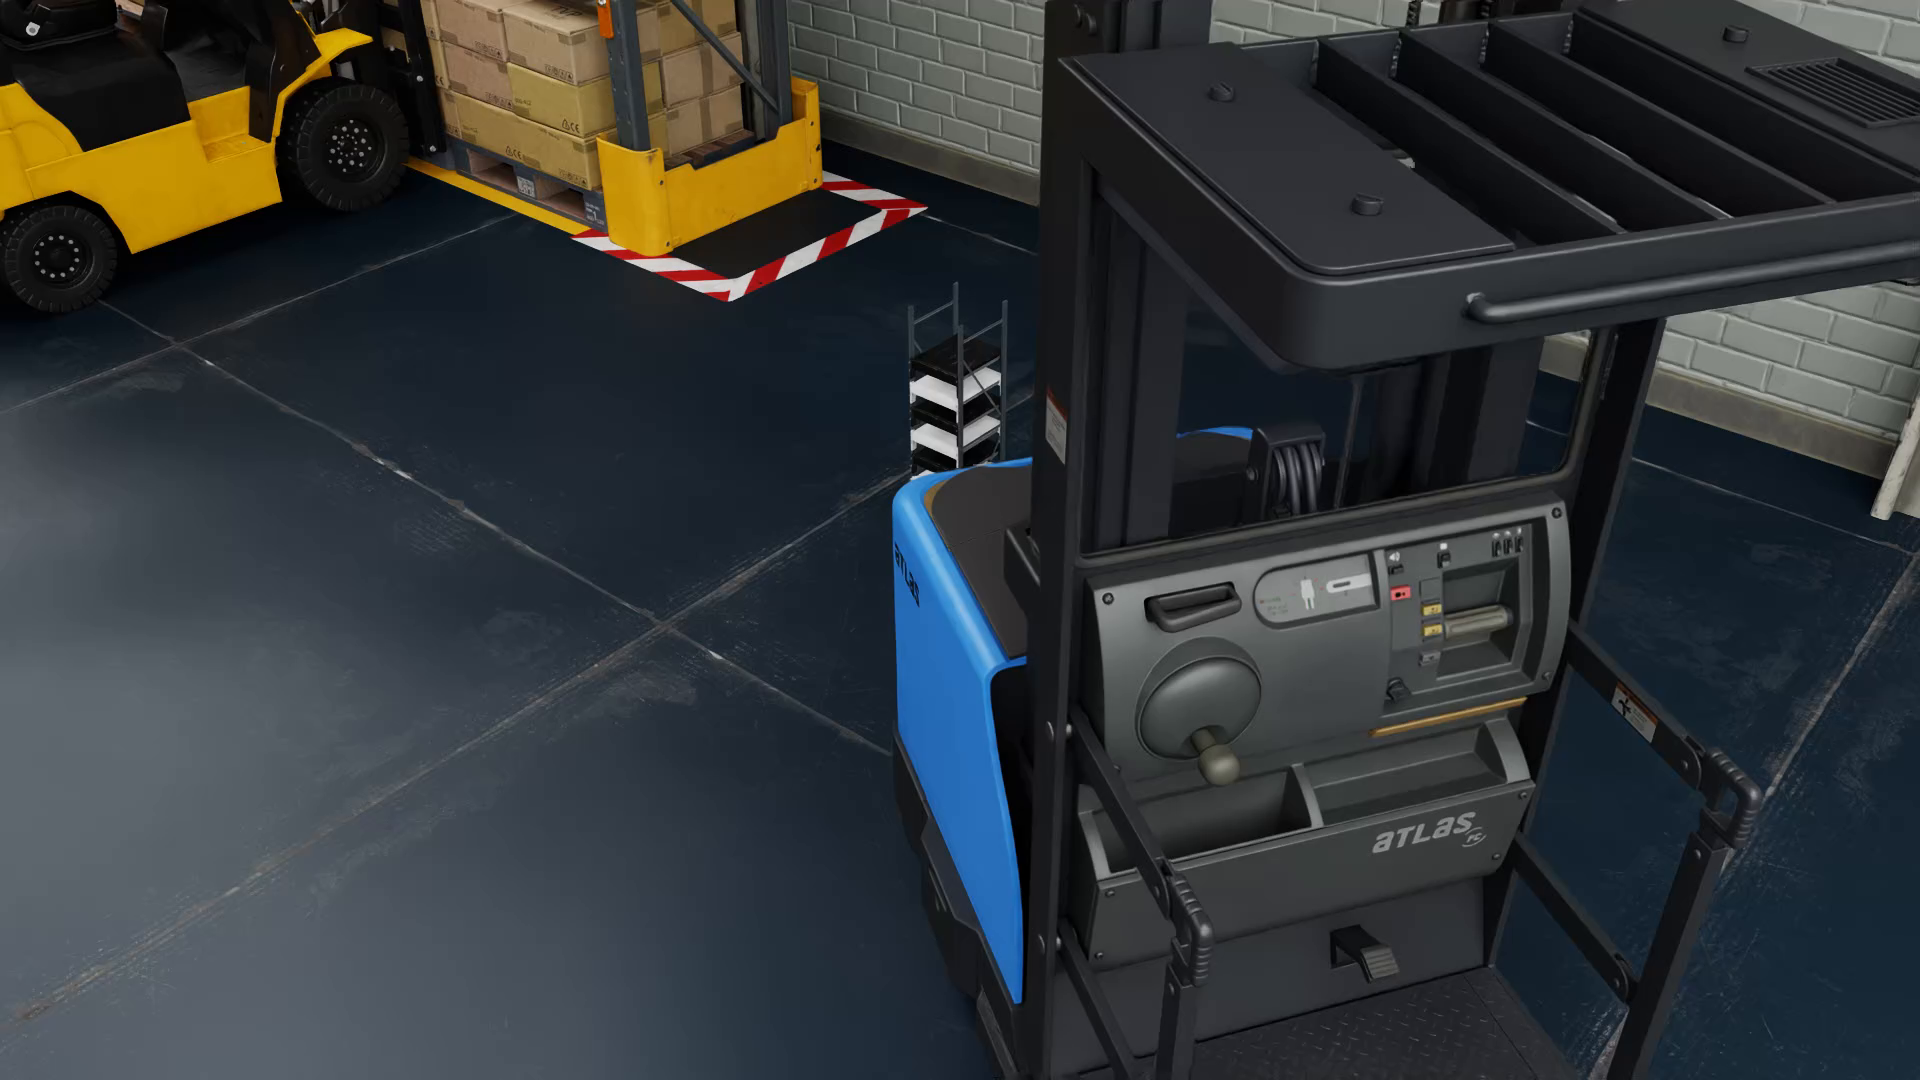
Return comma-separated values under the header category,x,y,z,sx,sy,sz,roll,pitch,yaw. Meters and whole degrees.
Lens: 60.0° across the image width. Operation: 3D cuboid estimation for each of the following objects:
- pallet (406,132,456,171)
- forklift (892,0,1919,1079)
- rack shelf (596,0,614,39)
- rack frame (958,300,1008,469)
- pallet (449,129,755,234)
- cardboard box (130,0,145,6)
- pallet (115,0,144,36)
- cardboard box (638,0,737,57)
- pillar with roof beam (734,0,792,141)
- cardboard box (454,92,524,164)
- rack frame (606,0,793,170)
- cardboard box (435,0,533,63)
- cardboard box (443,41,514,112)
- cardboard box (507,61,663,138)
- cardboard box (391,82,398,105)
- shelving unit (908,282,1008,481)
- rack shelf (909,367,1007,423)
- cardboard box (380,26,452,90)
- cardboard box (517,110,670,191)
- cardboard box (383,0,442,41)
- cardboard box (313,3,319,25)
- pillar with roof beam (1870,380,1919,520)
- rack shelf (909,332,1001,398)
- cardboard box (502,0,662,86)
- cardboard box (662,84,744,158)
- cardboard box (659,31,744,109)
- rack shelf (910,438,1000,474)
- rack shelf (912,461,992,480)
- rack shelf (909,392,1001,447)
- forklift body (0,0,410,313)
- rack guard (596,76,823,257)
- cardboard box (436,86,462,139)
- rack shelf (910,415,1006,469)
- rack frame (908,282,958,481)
category,x,y,z,sx,sy,sz,roll,pitch,yaw
pallet,-2.734,-2.401,9.059,1.213,0.211,1.003,25,42,32
forklift,0.745,0.240,2.812,1.130,2.935,3.031,-10,36,-14
rack shelf,-2.723,-3.277,8.508,4.000,0.370,1.077,25,42,32
rack frame,0.072,-0.337,5.446,0.006,0.900,0.240,25,42,32
pallet,-1.801,-1.959,8.415,1.213,0.211,1.003,25,42,32
cardboard box,-4.669,-3.676,10.180,0.625,0.625,0.875,27,43,34
pallet,-4.852,-3.399,10.512,1.213,0.211,1.003,25,42,32
cardboard box,-1.435,-2.558,7.999,0.500,0.250,0.500,25,41,31
pillar with roof beam,-3.899,-4.094,3.762,0.400,9.000,9.100,25,42,32
cardboard box,-2.126,-2.106,8.225,0.500,0.250,0.500,25,42,32
rack frame,-1.186,-2.849,7.249,0.127,3.000,1.000,25,42,32
cardboard box,-2.136,-2.515,7.937,0.500,0.250,0.500,26,42,33
cardboard box,-2.139,-2.322,8.097,0.500,0.250,0.500,25,42,31
cardboard box,-1.760,-2.135,7.826,0.500,0.250,0.500,25,41,31
cardboard box,-2.918,-2.469,8.754,0.500,0.250,0.500,27,43,33
shelving unit,-0.006,-0.374,5.500,0.210,0.900,0.258,25,42,32
rack shelf,-0.006,-0.495,5.417,0.200,0.077,0.258,25,42,32
cardboard box,-2.549,-2.499,8.356,0.500,0.250,0.500,24,41,31
cardboard box,-1.750,-1.922,7.956,0.500,0.250,0.500,26,42,32
cardboard box,-2.530,-2.693,8.196,0.500,0.250,0.500,26,42,32
cardboard box,-3.319,-2.866,8.889,0.500,0.250,0.500,25,42,31
pillar with roof beam,0.712,-1.920,0.597,0.400,9.000,9.100,25,42,32
rack shelf,-0.006,-0.569,5.366,0.200,0.077,0.258,25,42,32
cardboard box,-1.740,-2.332,7.671,0.500,0.250,0.500,27,43,33
cardboard box,-1.439,-2.152,8.292,0.500,0.250,0.500,25,42,32
cardboard box,-1.415,-2.356,8.147,0.500,0.250,0.500,26,42,33
rack shelf,-0.006,-0.272,5.569,0.200,0.077,0.258,25,42,32
rack shelf,-0.006,-0.198,5.620,0.200,0.077,0.258,25,42,32
rack shelf,-0.006,-0.421,5.467,0.200,0.077,0.258,25,42,32
forklift body,-3.811,-2.393,7.334,1.214,2.155,2.313,25,42,32
rack guard,-1.168,-1.810,7.944,0.348,0.500,1.175,25,42,32
cardboard box,-2.504,-2.291,8.494,0.500,0.250,0.500,26,42,32
rack shelf,-0.006,-0.346,5.518,0.200,0.077,0.258,25,42,32
rack frame,-0.084,-0.411,5.553,0.006,0.900,0.240,25,42,32
